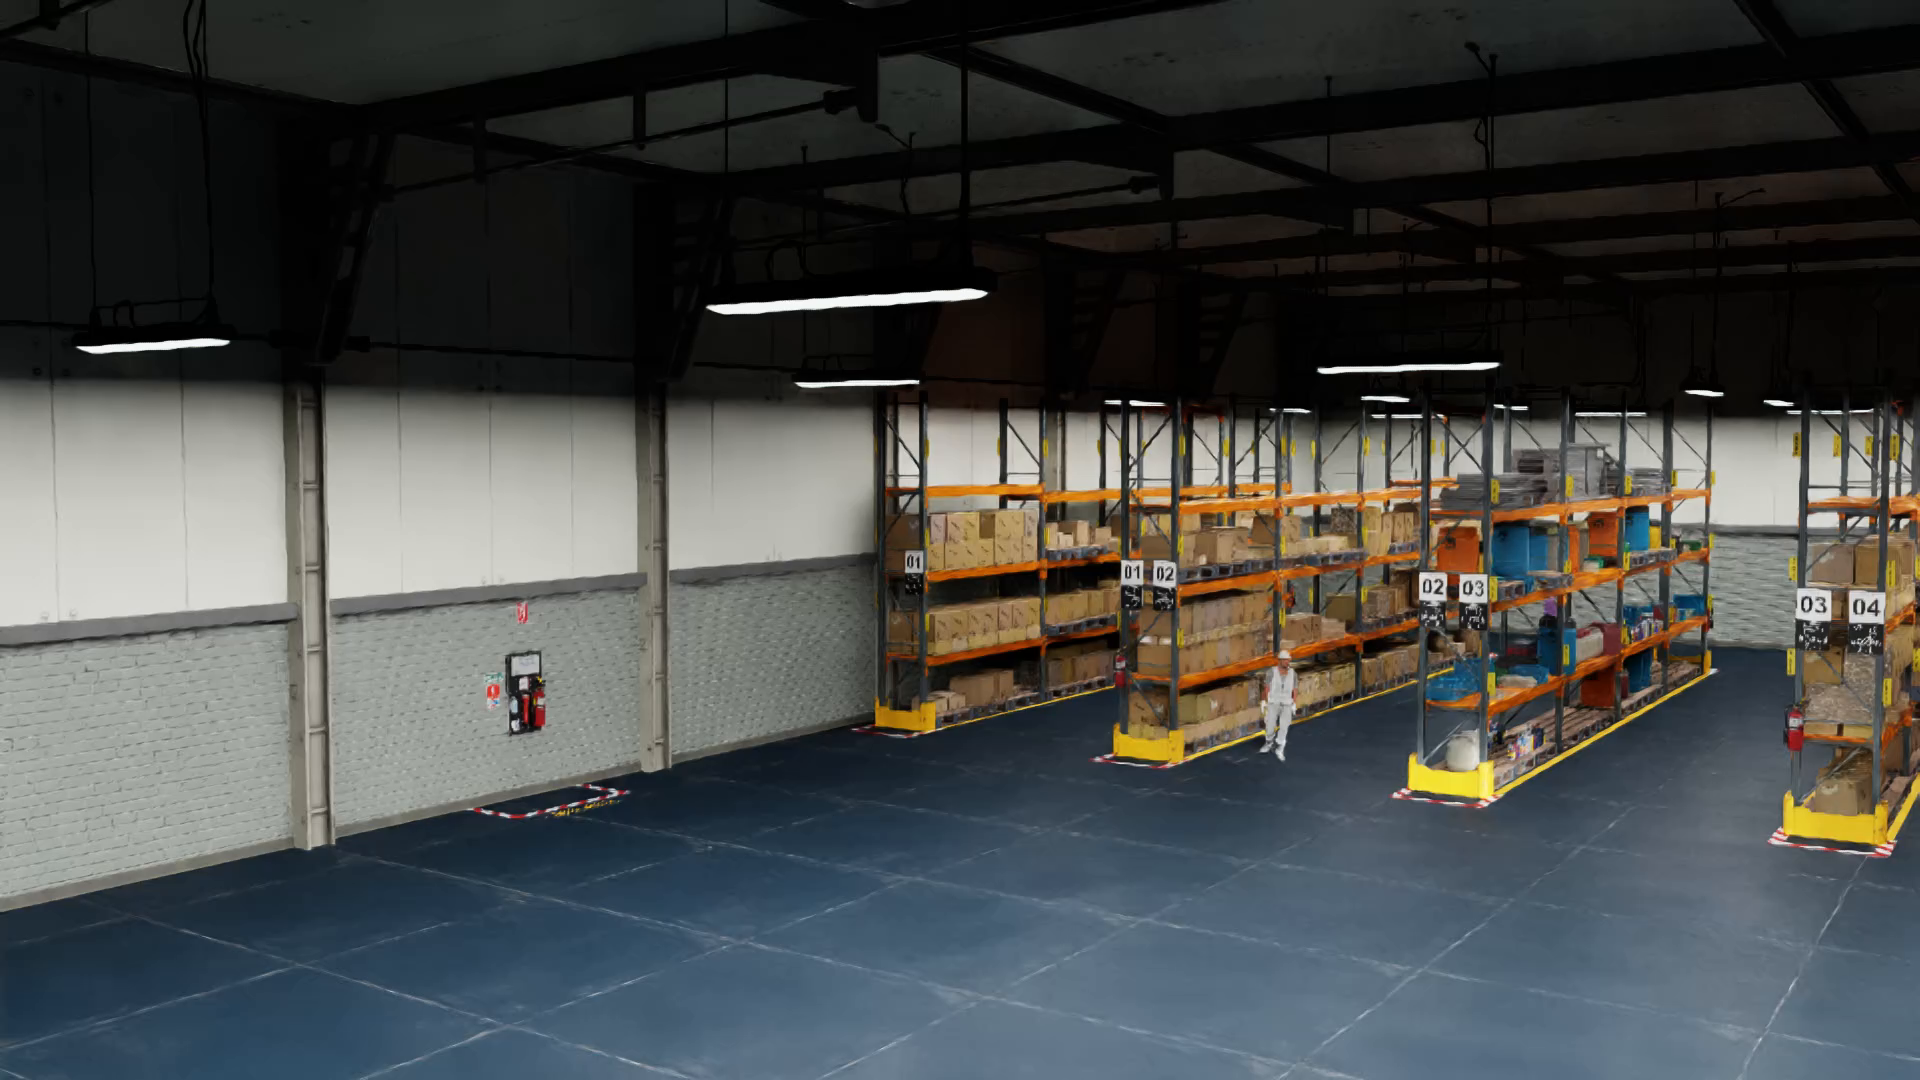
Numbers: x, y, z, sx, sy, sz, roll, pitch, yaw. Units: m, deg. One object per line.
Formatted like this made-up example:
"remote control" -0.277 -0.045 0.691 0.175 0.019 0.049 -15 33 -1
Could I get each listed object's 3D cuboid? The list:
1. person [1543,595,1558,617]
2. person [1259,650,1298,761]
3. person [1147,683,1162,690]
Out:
"person" 15.092 1.870 42.414 0.430 1.540 0.949 2 4 33
"person" 5.113 2.635 26.688 0.591 1.780 0.573 0 3 0
"person" 3.616 2.440 30.504 0.553 1.709 1.123 2 4 37
